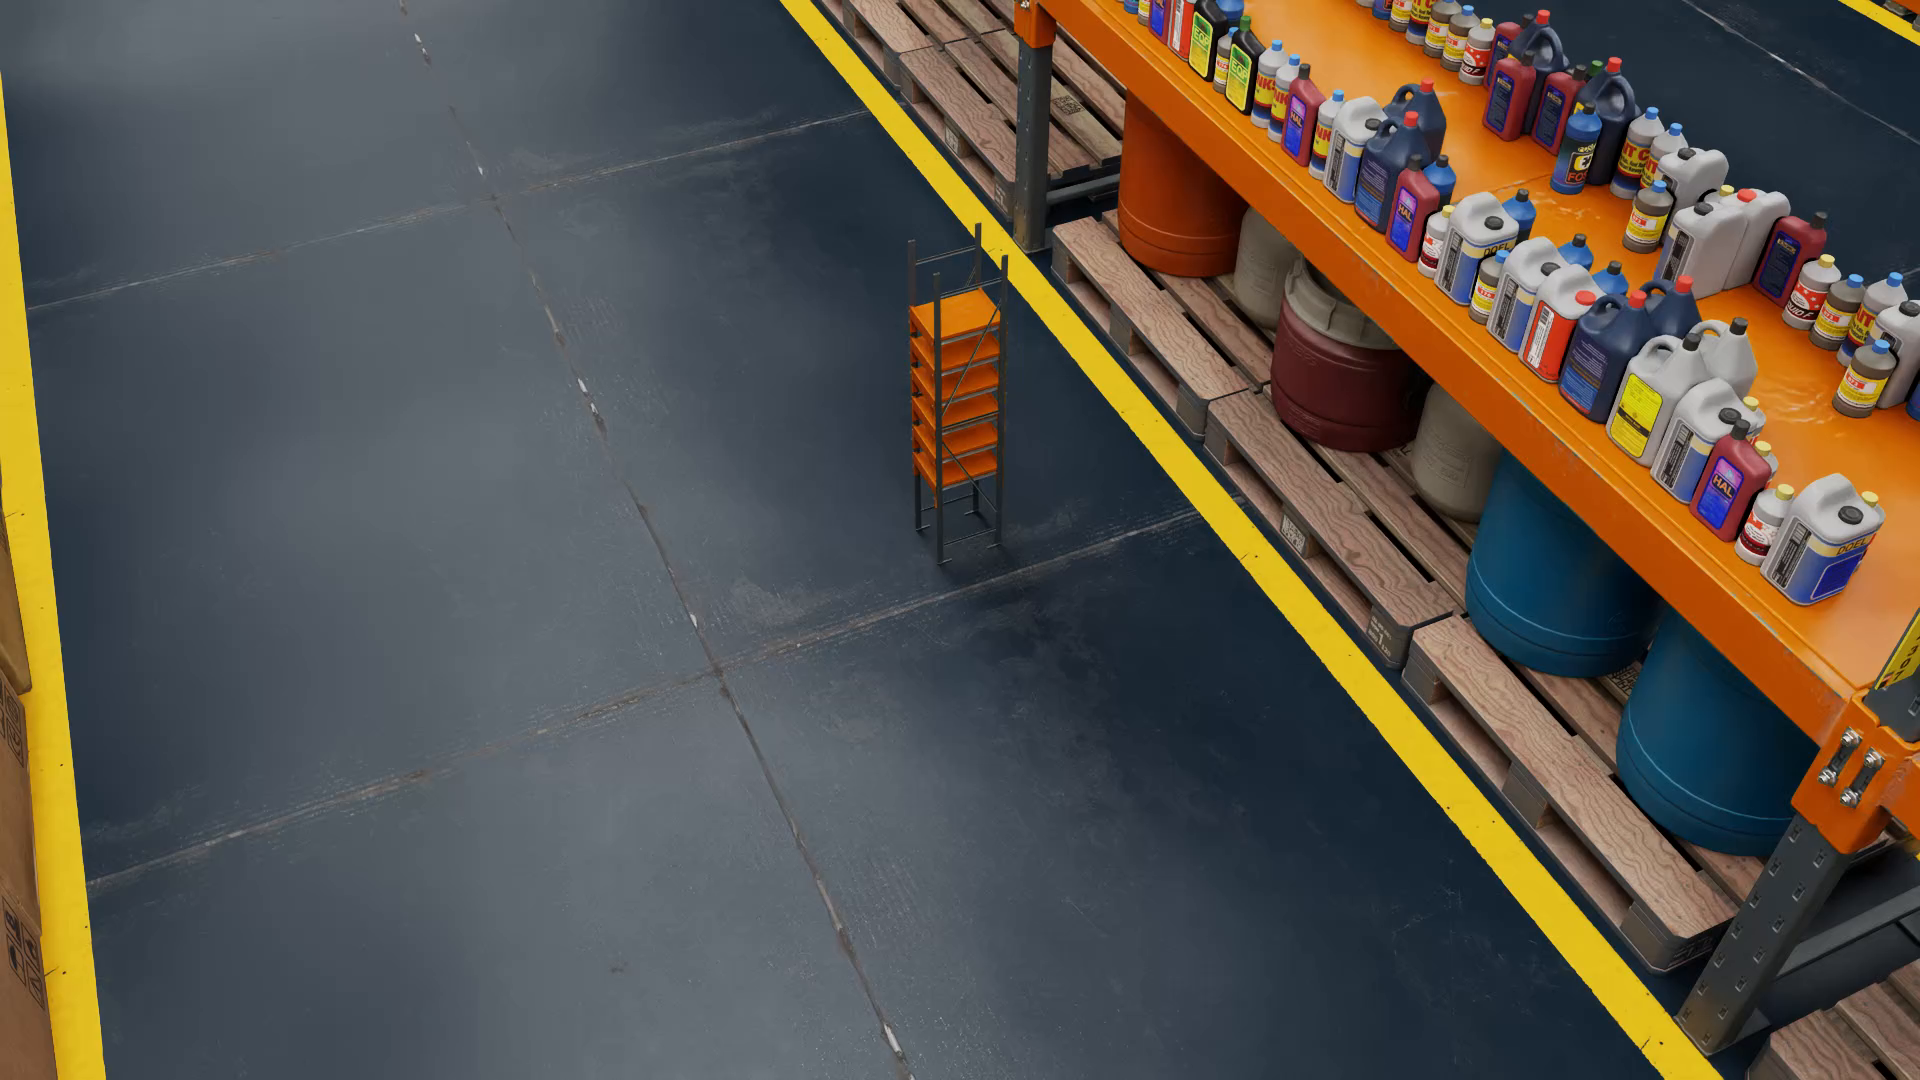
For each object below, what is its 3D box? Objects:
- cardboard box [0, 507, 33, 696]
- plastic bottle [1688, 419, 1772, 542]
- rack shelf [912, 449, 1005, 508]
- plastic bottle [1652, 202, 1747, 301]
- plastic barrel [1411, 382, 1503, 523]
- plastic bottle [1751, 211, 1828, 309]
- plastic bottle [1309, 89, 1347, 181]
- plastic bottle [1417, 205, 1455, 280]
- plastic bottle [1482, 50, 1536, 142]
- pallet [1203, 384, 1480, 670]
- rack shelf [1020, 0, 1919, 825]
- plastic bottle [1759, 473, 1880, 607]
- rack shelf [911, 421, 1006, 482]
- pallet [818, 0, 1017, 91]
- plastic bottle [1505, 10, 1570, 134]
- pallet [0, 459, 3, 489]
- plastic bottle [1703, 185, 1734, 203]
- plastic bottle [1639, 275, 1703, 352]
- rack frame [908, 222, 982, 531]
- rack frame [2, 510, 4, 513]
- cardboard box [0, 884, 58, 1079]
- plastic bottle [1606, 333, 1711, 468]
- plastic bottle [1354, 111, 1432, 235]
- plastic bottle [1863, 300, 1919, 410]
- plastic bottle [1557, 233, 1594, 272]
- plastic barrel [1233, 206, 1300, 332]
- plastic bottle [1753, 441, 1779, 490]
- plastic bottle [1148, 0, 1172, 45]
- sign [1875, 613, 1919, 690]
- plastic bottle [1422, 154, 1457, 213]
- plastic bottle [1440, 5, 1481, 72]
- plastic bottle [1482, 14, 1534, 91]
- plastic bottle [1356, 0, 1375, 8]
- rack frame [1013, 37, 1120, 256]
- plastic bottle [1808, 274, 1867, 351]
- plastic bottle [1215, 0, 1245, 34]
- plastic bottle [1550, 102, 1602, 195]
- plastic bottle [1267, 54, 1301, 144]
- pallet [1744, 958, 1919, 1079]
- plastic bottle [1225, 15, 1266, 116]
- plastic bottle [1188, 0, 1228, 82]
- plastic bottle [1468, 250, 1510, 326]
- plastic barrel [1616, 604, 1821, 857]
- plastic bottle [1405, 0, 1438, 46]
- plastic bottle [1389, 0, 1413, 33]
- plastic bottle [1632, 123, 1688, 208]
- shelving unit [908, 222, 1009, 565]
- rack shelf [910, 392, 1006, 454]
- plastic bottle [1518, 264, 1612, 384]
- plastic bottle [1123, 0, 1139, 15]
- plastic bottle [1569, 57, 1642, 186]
[{"bbox_3d":[-3.520,0.075,4.752,1.225,0.875,0.875,-20,48,-19],"label":"cardboard box"},{"bbox_3d":[1.787,-0.140,3.839,0.061,0.283,0.133,-18,47,-17],"label":"plastic bottle"},{"bbox_3d":[-0.006,-0.234,5.538,0.258,0.103,0.180,-18,47,-17],"label":"rack shelf"},{"bbox_3d":[2.009,-0.800,4.514,0.152,0.276,0.135,-18,47,-17],"label":"plastic bottle"},{"bbox_3d":[1.717,-0.345,5.436,0.421,0.512,0.421,0,45,0],"label":"plastic barrel"},{"bbox_3d":[2.244,-0.776,4.484,0.061,0.283,0.133,-18,47,-17],"label":"plastic bottle"},{"bbox_3d":[1.101,-1.206,4.928,0.097,0.271,0.097,0,45,0],"label":"plastic bottle"},{"bbox_3d":[1.332,-0.830,4.597,0.097,0.201,0.097,0,45,0],"label":"plastic bottle"},{"bbox_3d":[1.688,-1.379,5.095,0.061,0.283,0.133,-18,47,-17],"label":"plastic bottle"},{"bbox_3d":[1.581,-0.182,5.784,1.003,0.211,1.213,-18,47,-17],"label":"pallet"},{"bbox_3d":[1.544,-0.910,5.049,1.077,0.370,4.000,-18,47,-17],"label":"rack shelf"},{"bbox_3d":[1.926,-0.003,3.706,0.152,0.276,0.135,-18,47,-17],"label":"plastic bottle"},{"bbox_3d":[-0.006,-0.319,5.453,0.258,0.103,0.180,-18,47,-17],"label":"rack shelf"},{"bbox_3d":[-0.097,-2.730,8.366,1.003,0.211,1.213,-18,47,-17],"label":"pallet"},{"bbox_3d":[1.770,-1.449,5.118,0.144,0.351,0.185,-18,47,-17],"label":"plastic bottle"},{"bbox_3d":[-4.118,-0.484,6.090,1.003,0.211,1.213,-18,47,-17],"label":"pallet"},{"bbox_3d":[2.123,-0.900,4.668,0.097,0.201,0.097,0,45,0],"label":"plastic bottle"},{"bbox_3d":[1.755,-0.524,4.180,0.144,0.351,0.185,-18,47,-17],"label":"plastic bottle"},{"bbox_3d":[-0.045,-0.495,5.397,0.240,1.200,0.006,-18,47,-17],"label":"rack frame"},{"bbox_3d":[-3.791,-0.978,4.605,1.000,3.000,0.127,-18,47,-17],"label":"rack frame"},{"bbox_3d":[-2.773,1.207,3.605,1.225,0.875,0.875,-20,48,-19],"label":"cardboard box"},{"bbox_3d":[1.701,-0.363,4.018,0.144,0.351,0.185,-18,47,-17],"label":"plastic bottle"},{"bbox_3d":[1.238,-1.065,4.729,0.144,0.351,0.185,-18,47,-17],"label":"plastic bottle"},{"bbox_3d":[2.382,-0.488,4.197,0.152,0.276,0.135,-18,47,-17],"label":"plastic bottle"},{"bbox_3d":[1.609,-0.690,4.405,0.097,0.271,0.097,0,45,0],"label":"plastic bottle"},{"bbox_3d":[1.243,-1.064,6.165,0.421,0.512,0.421,0,45,0],"label":"plastic barrel"},{"bbox_3d":[1.851,-0.145,3.903,0.097,0.201,0.097,0,45,0],"label":"plastic bottle"},{"bbox_3d":[0.688,-1.805,5.527,0.061,0.283,0.133,-18,47,-17],"label":"plastic bottle"},{"bbox_3d":[1.885,0.171,3.244,0.100,0.325,0.005,-18,47,-17],"label":"sign"},{"bbox_3d":[1.332,-0.958,4.677,0.097,0.271,0.097,0,45,0],"label":"plastic bottle"},{"bbox_3d":[1.635,-1.640,5.418,0.097,0.201,0.097,0,45,0],"label":"plastic bottle"},{"bbox_3d":[1.741,-1.539,5.257,0.061,0.283,0.133,-18,47,-17],"label":"plastic bottle"},{"bbox_3d":[1.430,-1.950,5.732,0.097,0.201,0.097,0,45,0],"label":"plastic bottle"},{"bbox_3d":[0.703,-2.441,6.088,1.000,3.000,0.127,-18,47,-17],"label":"rack frame"},{"bbox_3d":[2.317,-0.606,4.370,0.097,0.201,0.097,0,45,0],"label":"plastic bottle"},{"bbox_3d":[0.865,-1.665,5.393,0.097,0.271,0.097,0,45,0],"label":"plastic bottle"},{"bbox_3d":[1.812,-1.155,4.876,0.097,0.271,0.097,0,45,0],"label":"plastic bottle"},{"bbox_3d":[1.004,-1.353,5.077,0.097,0.271,0.097,0,45,0],"label":"plastic bottle"},{"bbox_3d":[2.729,1.558,4.021,1.003,0.211,1.213,-18,47,-17],"label":"pallet"},{"bbox_3d":[0.898,-1.487,5.205,0.061,0.283,0.133,-18,47,-17],"label":"plastic bottle"},{"bbox_3d":[0.801,-1.634,5.354,0.061,0.283,0.133,-18,47,-17],"label":"plastic bottle"},{"bbox_3d":[1.430,-0.682,4.447,0.097,0.201,0.097,0,45,0],"label":"plastic bottle"},{"bbox_3d":[2.172,0.354,4.451,0.600,0.901,0.708,-18,47,-17],"label":"plastic barrel"},{"bbox_3d":[1.553,-1.789,5.519,0.097,0.271,0.097,0,45,0],"label":"plastic bottle"},{"bbox_3d":[1.512,-1.826,5.606,0.097,0.201,0.097,0,45,0],"label":"plastic bottle"},{"bbox_3d":[2.025,-1.073,4.794,0.097,0.271,0.097,0,45,0],"label":"plastic bottle"},{"bbox_3d":[-0.006,-0.436,5.338,0.258,1.200,0.189,-18,47,-17],"label":"shelving unit"},{"bbox_3d":[-0.006,-0.405,5.369,0.258,0.103,0.180,-18,47,-17],"label":"rack shelf"},{"bbox_3d":[1.560,-0.557,4.268,0.152,0.276,0.135,-18,47,-17],"label":"plastic bottle"},{"bbox_3d":[0.616,-1.942,5.674,0.097,0.271,0.097,0,45,0],"label":"plastic bottle"},{"bbox_3d":[1.904,-1.246,4.913,0.144,0.351,0.185,-18,47,-17],"label":"plastic bottle"}]
